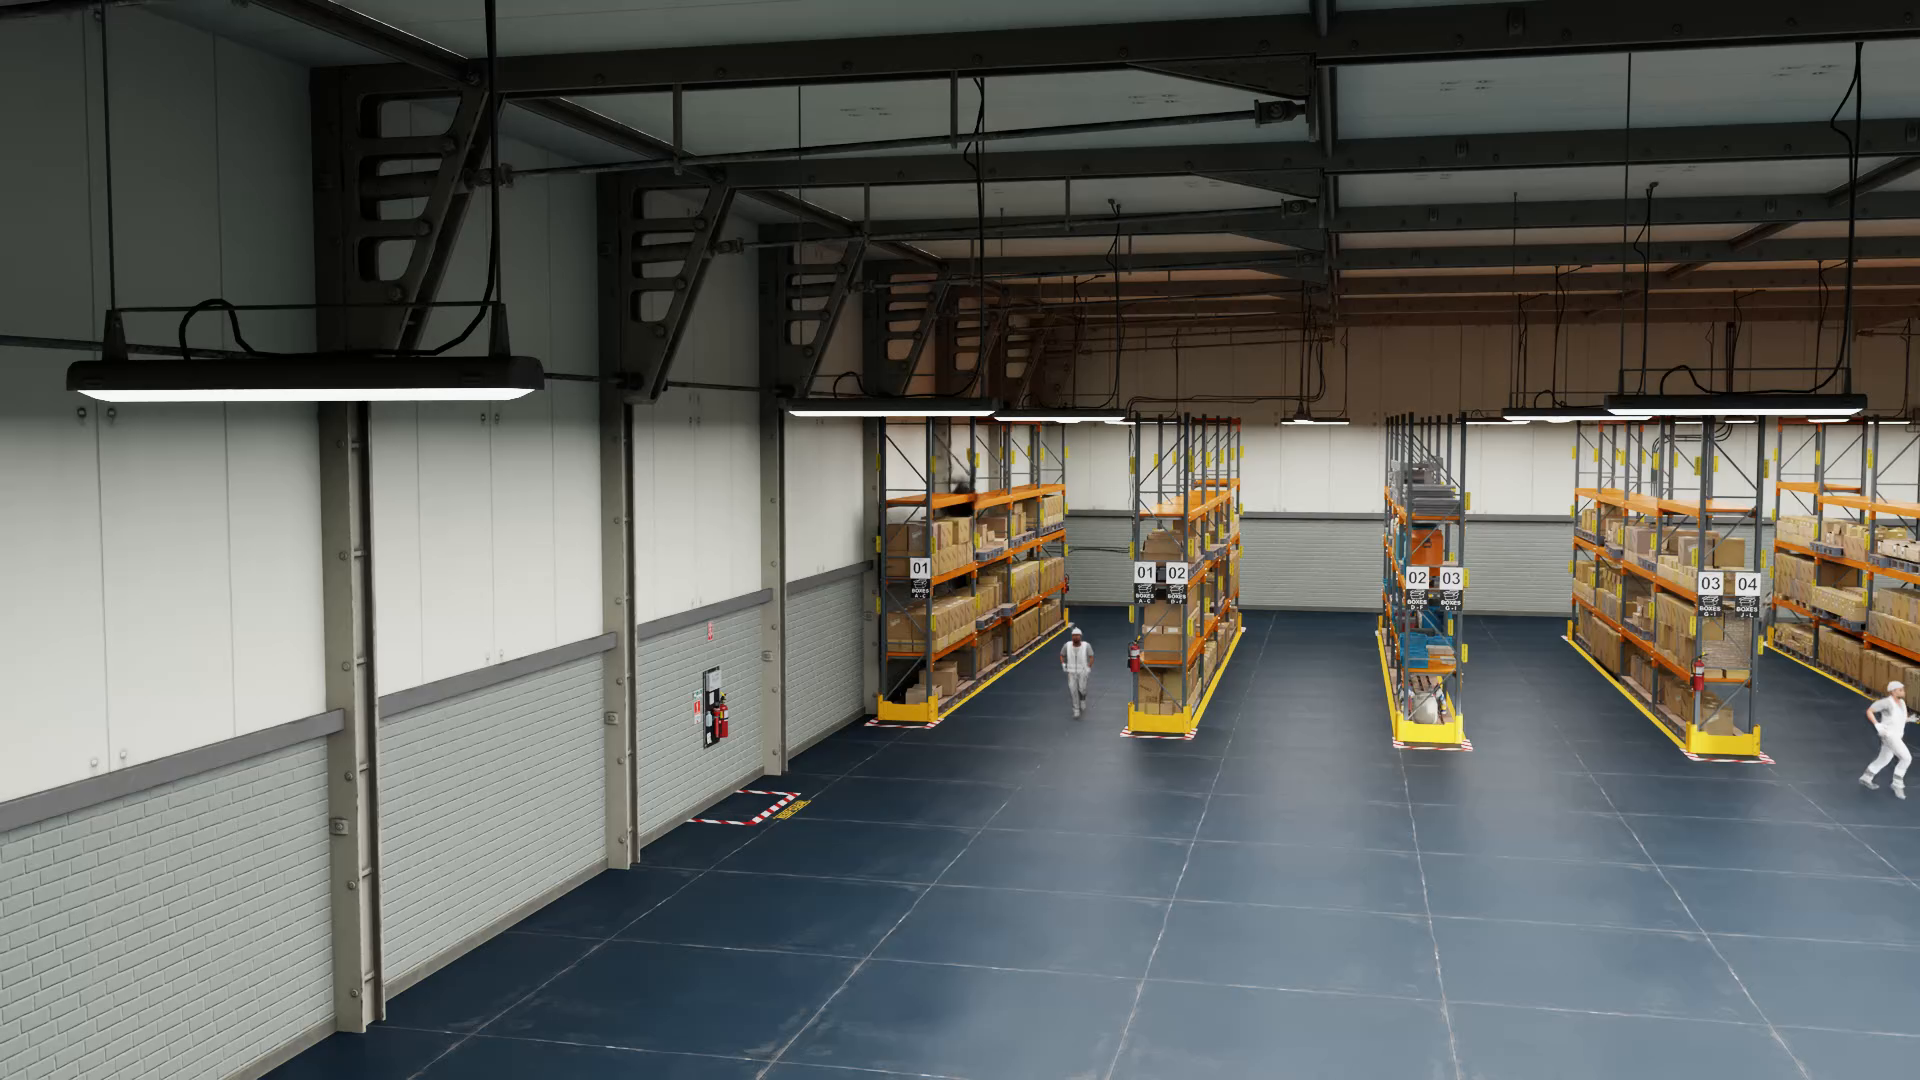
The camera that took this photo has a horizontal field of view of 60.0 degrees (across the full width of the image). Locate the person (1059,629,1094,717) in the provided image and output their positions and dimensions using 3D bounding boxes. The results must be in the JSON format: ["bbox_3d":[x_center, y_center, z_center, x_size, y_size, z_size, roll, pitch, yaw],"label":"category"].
[{"bbox_3d":[2.318,2.616,33.045,0.690,1.743,0.615,1,4,9],"label":"person"}]

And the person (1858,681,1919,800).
[{"bbox_3d":[14.468,3.090,25.902,0.632,1.823,0.823,-3,5,-41],"label":"person"}]

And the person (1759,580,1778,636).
[{"bbox_3d":[21.886,1.873,44.941,0.765,1.644,0.704,2,5,33],"label":"person"}]
